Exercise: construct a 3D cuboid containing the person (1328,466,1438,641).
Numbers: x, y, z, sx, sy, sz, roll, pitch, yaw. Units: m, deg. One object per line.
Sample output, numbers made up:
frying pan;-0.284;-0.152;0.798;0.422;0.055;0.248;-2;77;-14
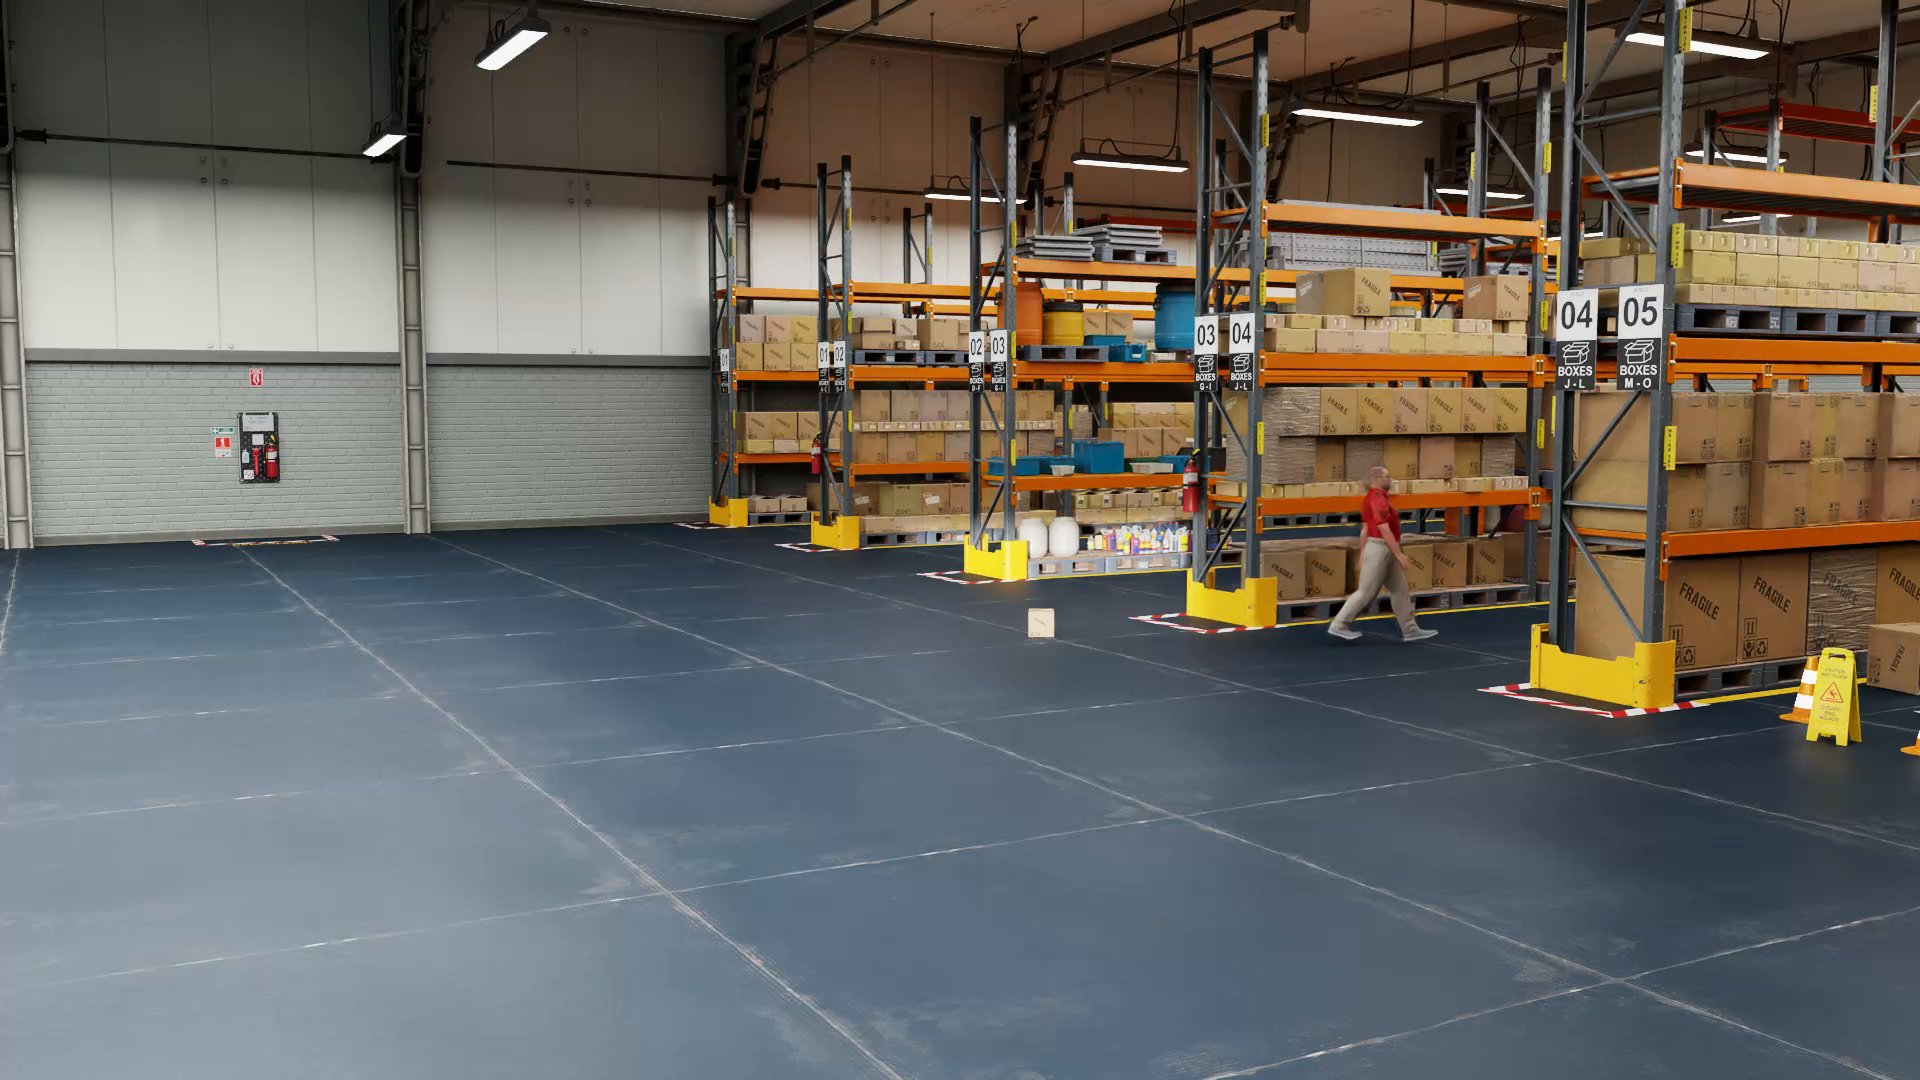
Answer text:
person;4.034;0.140;15.783;1.040;1.678;0.551;1;5;11
